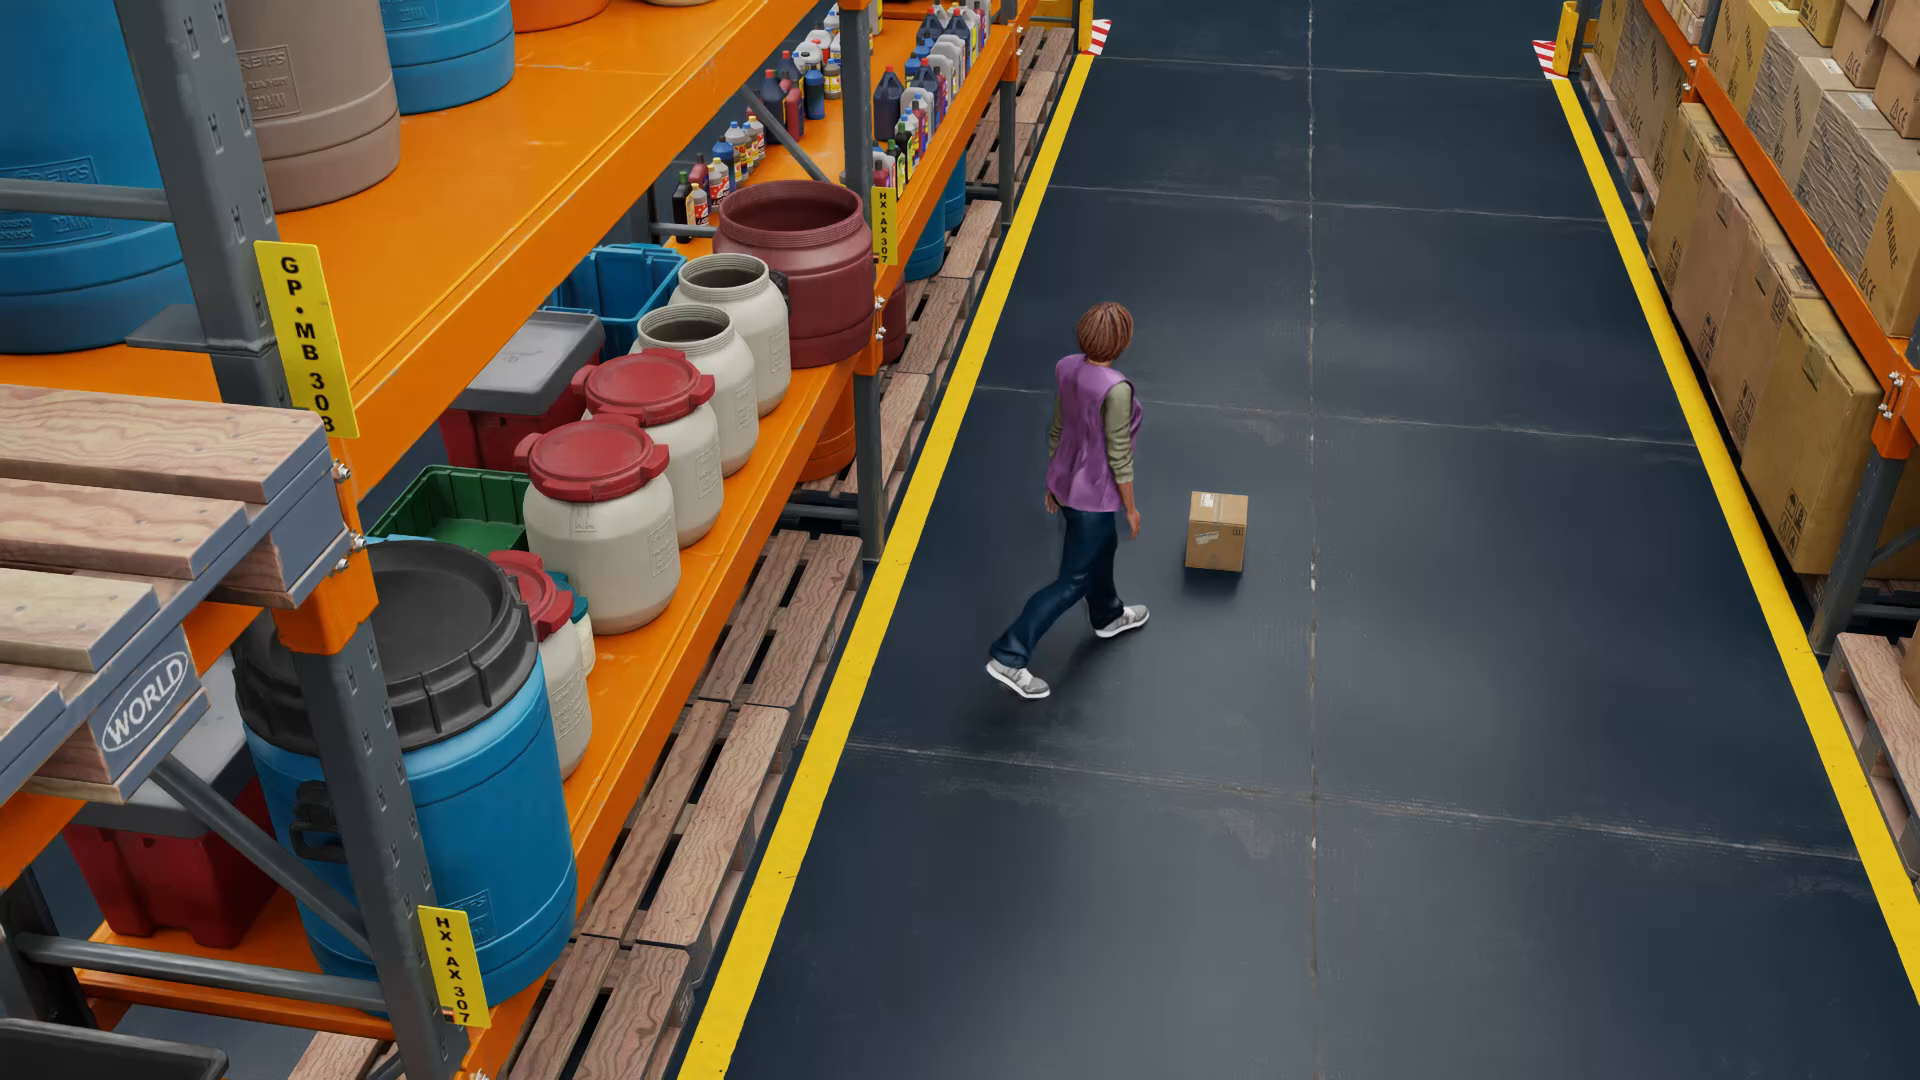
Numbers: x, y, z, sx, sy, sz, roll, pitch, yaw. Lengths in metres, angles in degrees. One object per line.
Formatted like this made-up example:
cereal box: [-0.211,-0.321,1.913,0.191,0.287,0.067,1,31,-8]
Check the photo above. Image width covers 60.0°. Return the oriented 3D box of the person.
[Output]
person: [0.469,-0.160,6.395,0.867,1.567,0.466,-15,36,-21]
